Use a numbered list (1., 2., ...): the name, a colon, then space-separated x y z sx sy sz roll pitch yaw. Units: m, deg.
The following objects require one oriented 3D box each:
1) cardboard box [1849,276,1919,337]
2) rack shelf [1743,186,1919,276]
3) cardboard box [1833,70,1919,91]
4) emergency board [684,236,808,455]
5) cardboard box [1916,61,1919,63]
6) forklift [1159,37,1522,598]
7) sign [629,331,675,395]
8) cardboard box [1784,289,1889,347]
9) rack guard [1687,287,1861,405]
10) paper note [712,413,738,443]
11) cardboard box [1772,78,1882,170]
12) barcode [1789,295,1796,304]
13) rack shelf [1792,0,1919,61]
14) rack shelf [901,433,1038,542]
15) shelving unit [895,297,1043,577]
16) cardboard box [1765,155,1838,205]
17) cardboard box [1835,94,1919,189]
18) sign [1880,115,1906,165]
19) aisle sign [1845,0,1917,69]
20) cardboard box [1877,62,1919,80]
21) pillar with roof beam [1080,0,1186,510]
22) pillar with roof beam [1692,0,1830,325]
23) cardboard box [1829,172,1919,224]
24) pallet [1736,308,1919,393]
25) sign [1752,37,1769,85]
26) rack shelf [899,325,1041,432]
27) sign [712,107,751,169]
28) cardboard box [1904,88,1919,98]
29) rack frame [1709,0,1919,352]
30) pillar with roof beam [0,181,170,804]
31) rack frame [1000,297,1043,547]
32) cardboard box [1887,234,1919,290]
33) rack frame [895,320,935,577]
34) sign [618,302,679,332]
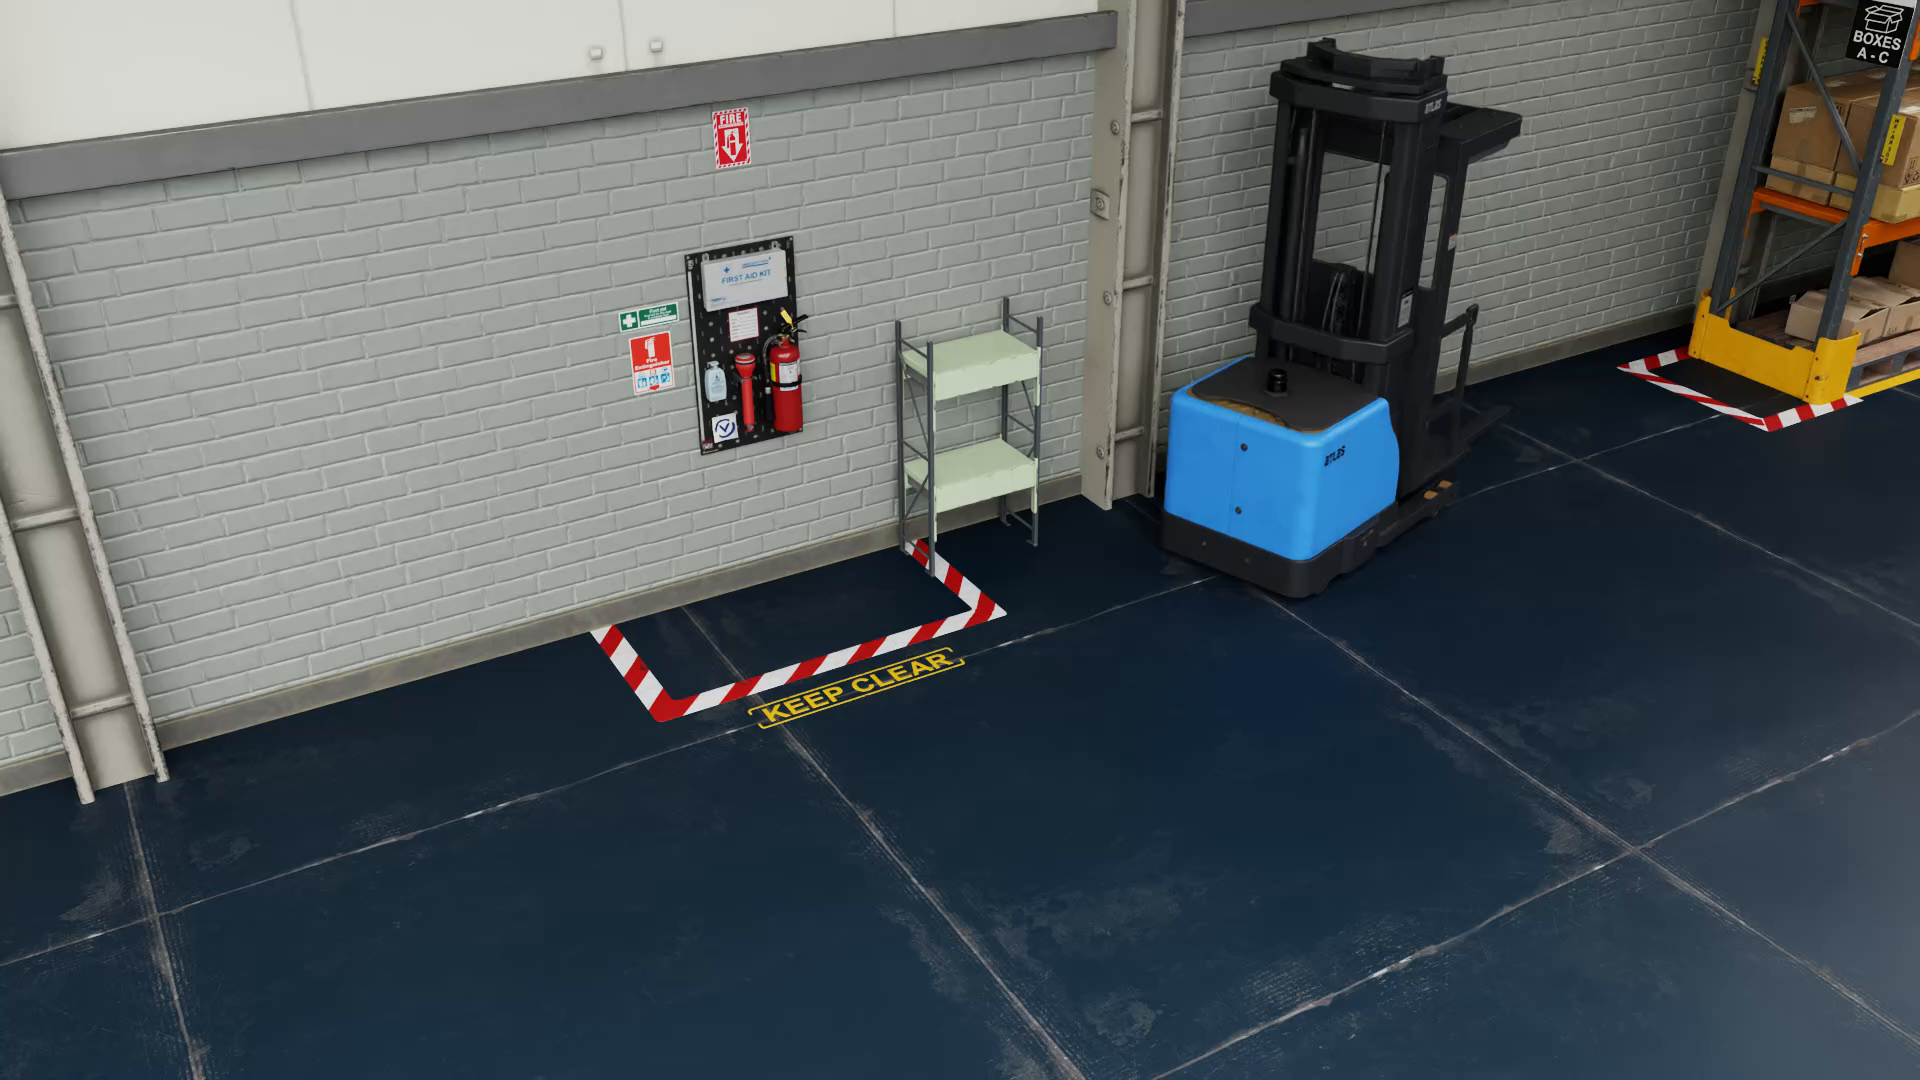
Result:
1. cardboard box: 7.167 -1.840 12.905 0.500 0.311 0.500 -13 31 -22
2. rack shelf: 7.758 -2.728 12.931 4.000 0.370 1.077 -16 33 -26
3. cardboard box: 6.771 -3.148 12.306 0.500 0.500 0.500 -15 32 -26
4. emergency board: -1.124 -1.027 9.105 0.643 1.169 0.194 -16 33 -26
5. cardboard box: 7.649 -3.399 12.762 0.500 0.500 0.500 -15 32 -26
6. forklift: 2.573 -1.577 10.172 1.130 2.935 3.031 23 37 36
7. sign: -1.653 -0.950 8.929 0.234 0.329 0.001 -16 33 -26
8. cardboard box: 6.675 -1.701 12.653 0.500 0.311 0.500 -20 35 -32
9. rack guard: 6.099 -1.477 12.508 0.348 0.500 1.175 -16 33 -26
10. paper note: -1.312 -0.627 9.292 0.142 0.148 0.016 -16 33 -26
11. cardboard box: 6.332 -3.029 12.090 0.500 0.500 0.500 -16 33 -27
12. barcode: 6.488 -1.876 12.960 0.075 0.075 0.001 -16 33 -26
13. rack shelf: 7.758 -4.041 12.206 4.000 0.370 1.077 -16 33 -26
14. rack shelf: 0.053 -0.324 10.058 0.720 0.370 0.431 -16 33 -27
15. shelving unit: 0.053 -0.609 9.900 0.755 1.500 0.431 -16 33 -27
16. cardboard box: 6.338 -2.692 12.255 0.500 0.250 0.500 -15 32 -26
17. cardboard box: 6.597 -2.816 11.705 0.500 0.500 0.500 -16 33 -26
18. sign: 6.308 -2.706 11.252 0.005 0.325 0.100 -16 33 -26
19. aisle sign: 6.123 -3.549 10.984 0.004 0.787 0.394 -16 33 -26
20. cardboard box: 7.215 -3.276 12.538 0.500 0.500 0.500 -17 33 -28
21. pillar with roof beam: 3.207 -2.449 5.473 0.400 9.000 9.100 -16 33 -26
22. pillar with roof beam: 8.380 -3.918 8.135 0.400 9.000 9.100 -16 33 -26
23. cardboard box: 6.615 -2.484 11.878 0.500 0.250 0.500 -17 33 -28
24. pallet: 6.817 -1.535 12.911 1.213 0.211 1.003 -16 33 -26
25. sign: 5.769 -3.435 11.942 0.005 0.325 0.100 -16 33 -26
26. rack shelf: 0.053 -0.951 9.712 0.720 0.370 0.431 -16 33 -27
27. sign: -1.182 -2.082 8.617 0.199 0.298 0.001 -16 33 -26
28. cardboard box: 7.028 -2.933 11.917 0.500 0.500 0.500 -16 33 -26
29. rack frame: 6.033 -2.553 11.870 0.127 3.000 1.000 -16 33 -26
30. pillar with roof beam: -1.966 -0.981 2.812 0.400 9.000 9.100 -16 33 -26
31. rack frame: 0.367 -0.700 10.065 0.023 1.500 0.400 -16 33 -27
32. cardboard box: 7.825 -2.082 13.147 0.500 0.500 0.700 -18 34 -29
33. rack frame: -0.261 -0.519 9.735 0.023 1.500 0.400 -16 33 -27
34. sign: -1.645 -1.180 8.796 0.331 0.109 0.001 -16 33 -26
